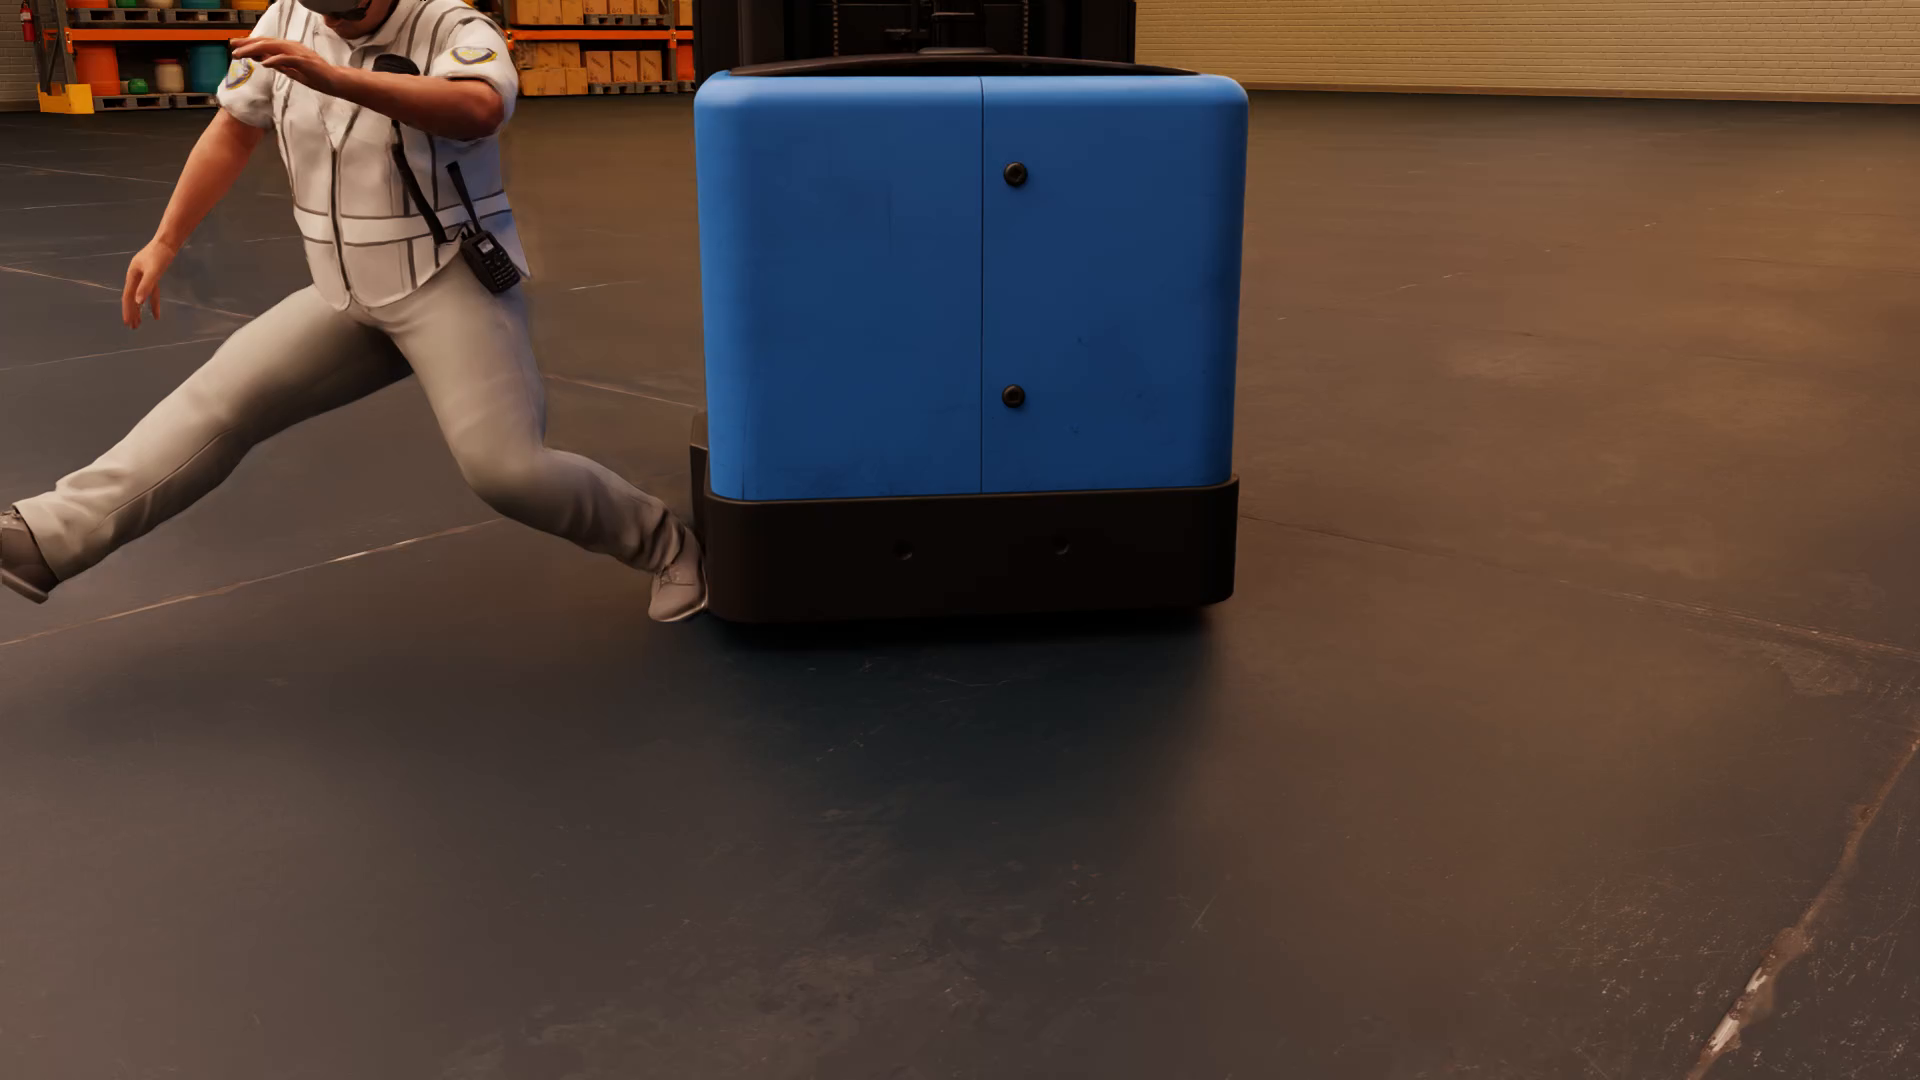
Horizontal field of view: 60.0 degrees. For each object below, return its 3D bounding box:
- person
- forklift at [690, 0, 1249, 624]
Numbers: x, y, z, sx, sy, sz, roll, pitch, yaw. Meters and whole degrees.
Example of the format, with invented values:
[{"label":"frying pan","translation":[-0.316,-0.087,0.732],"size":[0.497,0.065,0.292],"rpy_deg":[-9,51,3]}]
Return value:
[{"label":"person","translation":[-1.194,-0.480,3.134],"size":[1.104,1.478,1.166],"rpy_deg":[8,19,24]},{"label":"forklift","translation":[-0.140,-1.625,4.247],"size":[1.130,2.935,3.031],"rpy_deg":[-2,17,-7]}]
